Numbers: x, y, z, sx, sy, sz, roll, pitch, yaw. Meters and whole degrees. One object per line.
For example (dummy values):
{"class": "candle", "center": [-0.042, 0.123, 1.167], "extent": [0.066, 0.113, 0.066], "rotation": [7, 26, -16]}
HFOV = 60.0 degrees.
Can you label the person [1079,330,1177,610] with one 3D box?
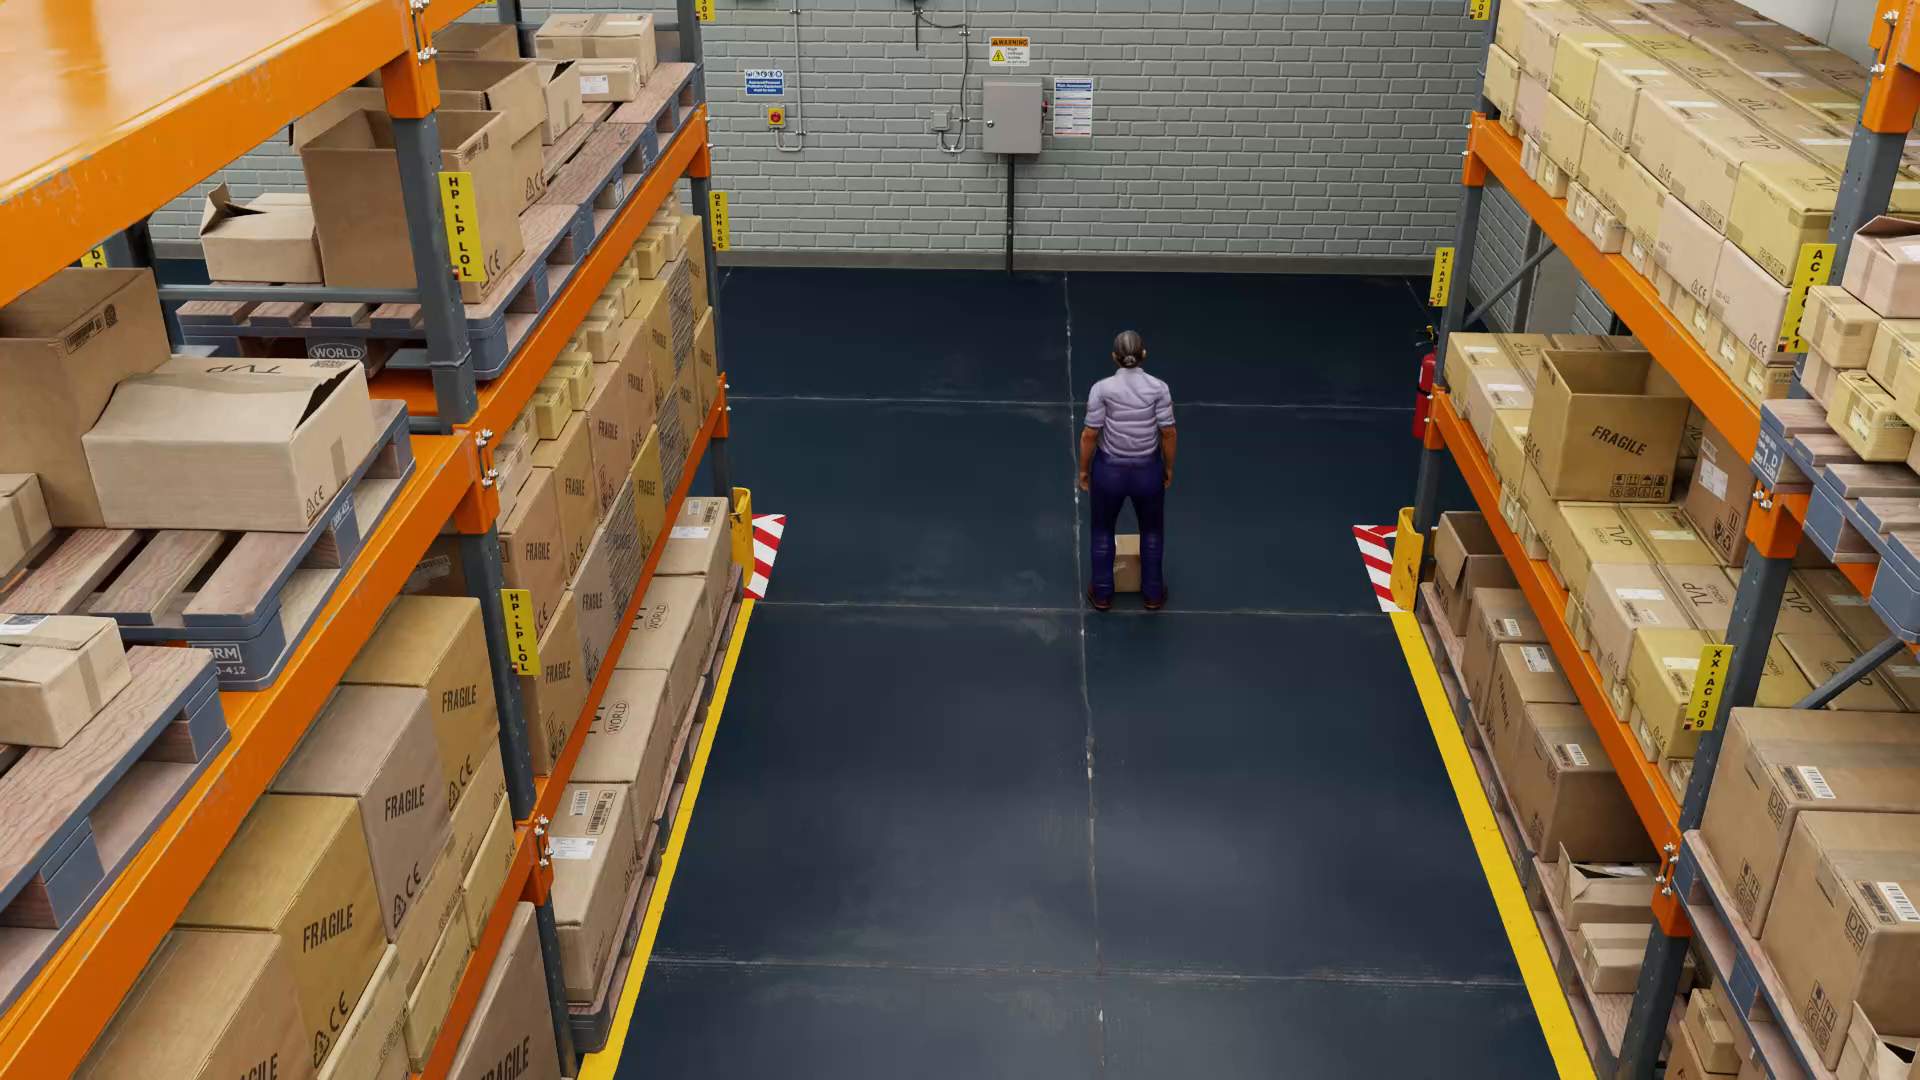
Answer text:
{"class": "person", "center": [0.947, -0.368, 9.318], "extent": [0.557, 1.652, 0.364], "rotation": [0, 28, 0]}
